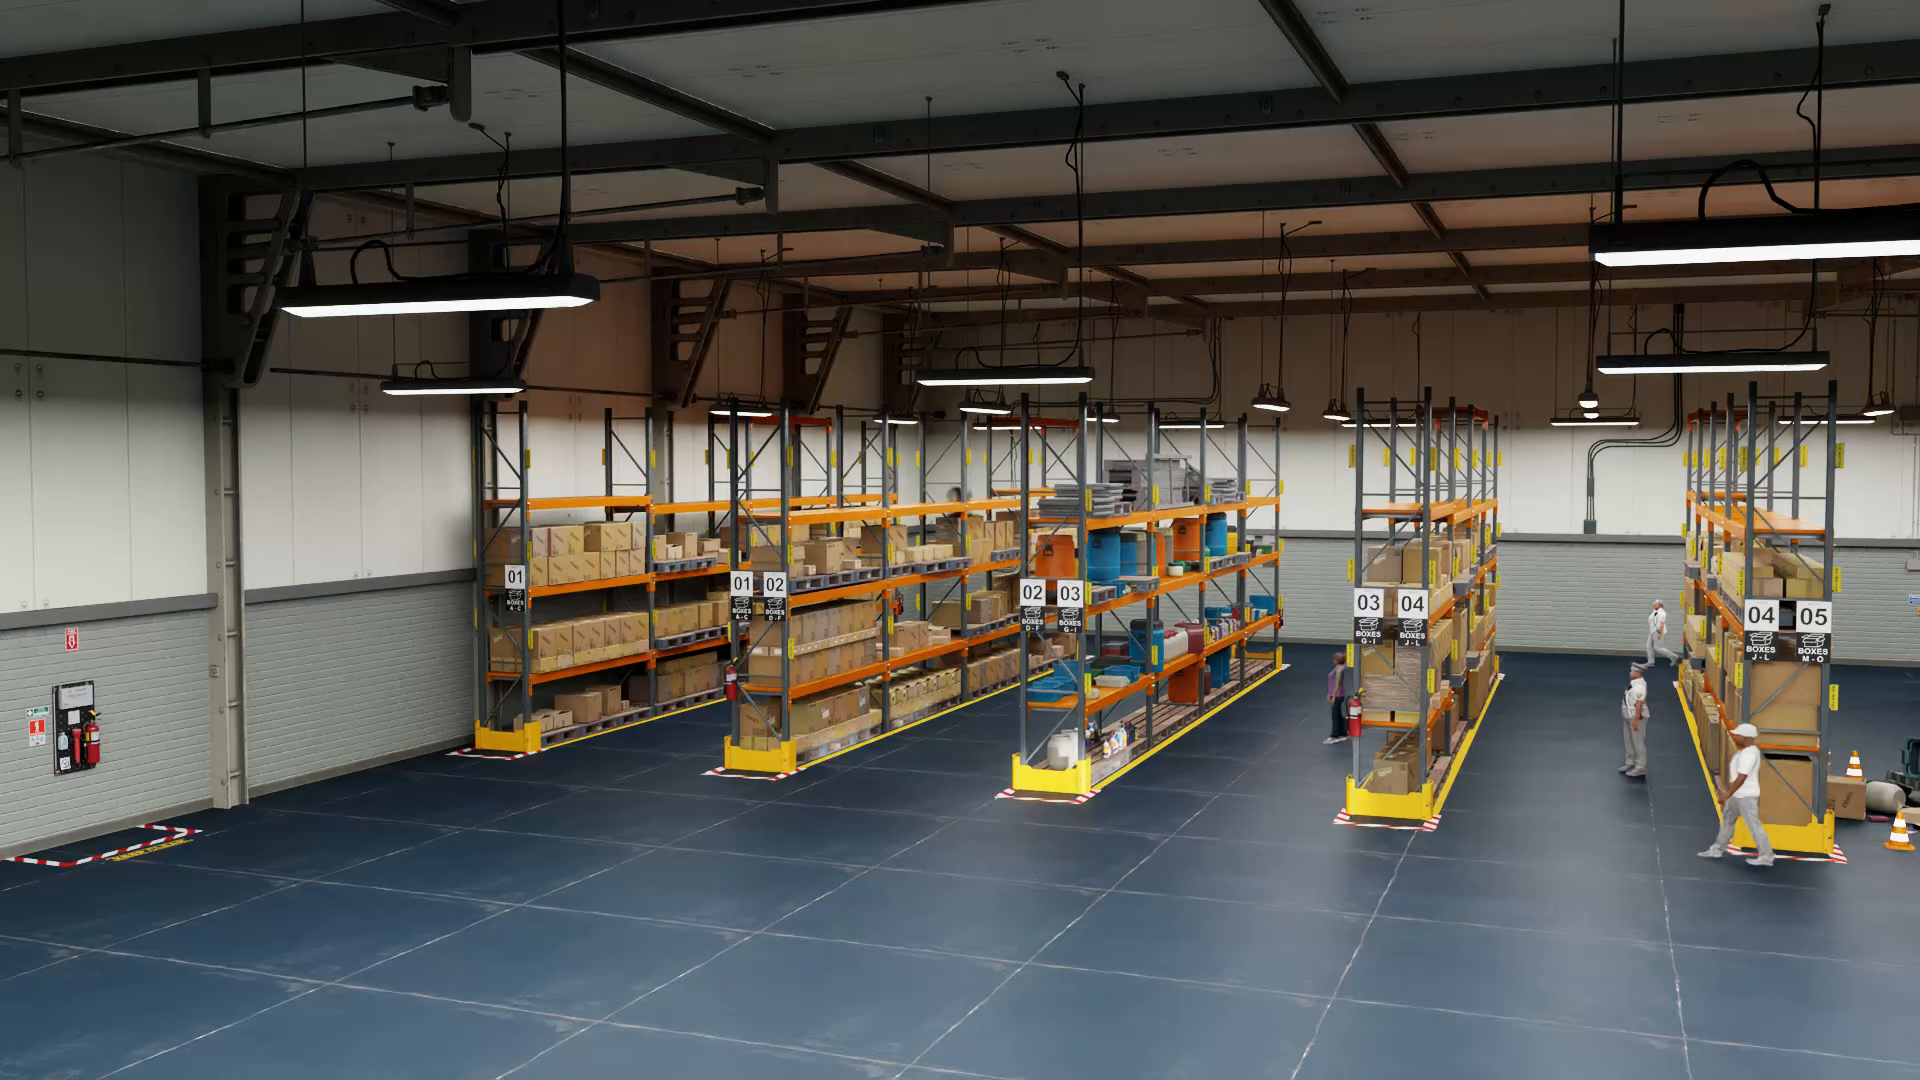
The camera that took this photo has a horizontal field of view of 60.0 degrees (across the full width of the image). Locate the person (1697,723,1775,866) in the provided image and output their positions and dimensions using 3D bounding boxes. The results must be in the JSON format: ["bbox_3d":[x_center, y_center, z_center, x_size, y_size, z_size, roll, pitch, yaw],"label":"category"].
[{"bbox_3d":[9.560,3.119,20.461,0.871,1.744,0.584,1,3,24],"label":"person"}]

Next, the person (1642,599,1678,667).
[{"bbox_3d":[16.758,2.232,39.836,0.766,1.631,0.491,0,3,6],"label":"person"}]

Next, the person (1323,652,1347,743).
[{"bbox_3d":[6.642,2.785,29.415,0.486,1.615,0.433,0,3,-4],"label":"person"}]

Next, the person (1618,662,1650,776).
[{"bbox_3d":[10.703,2.823,26.401,0.430,1.780,0.571,0,3,0],"label":"person"}]
